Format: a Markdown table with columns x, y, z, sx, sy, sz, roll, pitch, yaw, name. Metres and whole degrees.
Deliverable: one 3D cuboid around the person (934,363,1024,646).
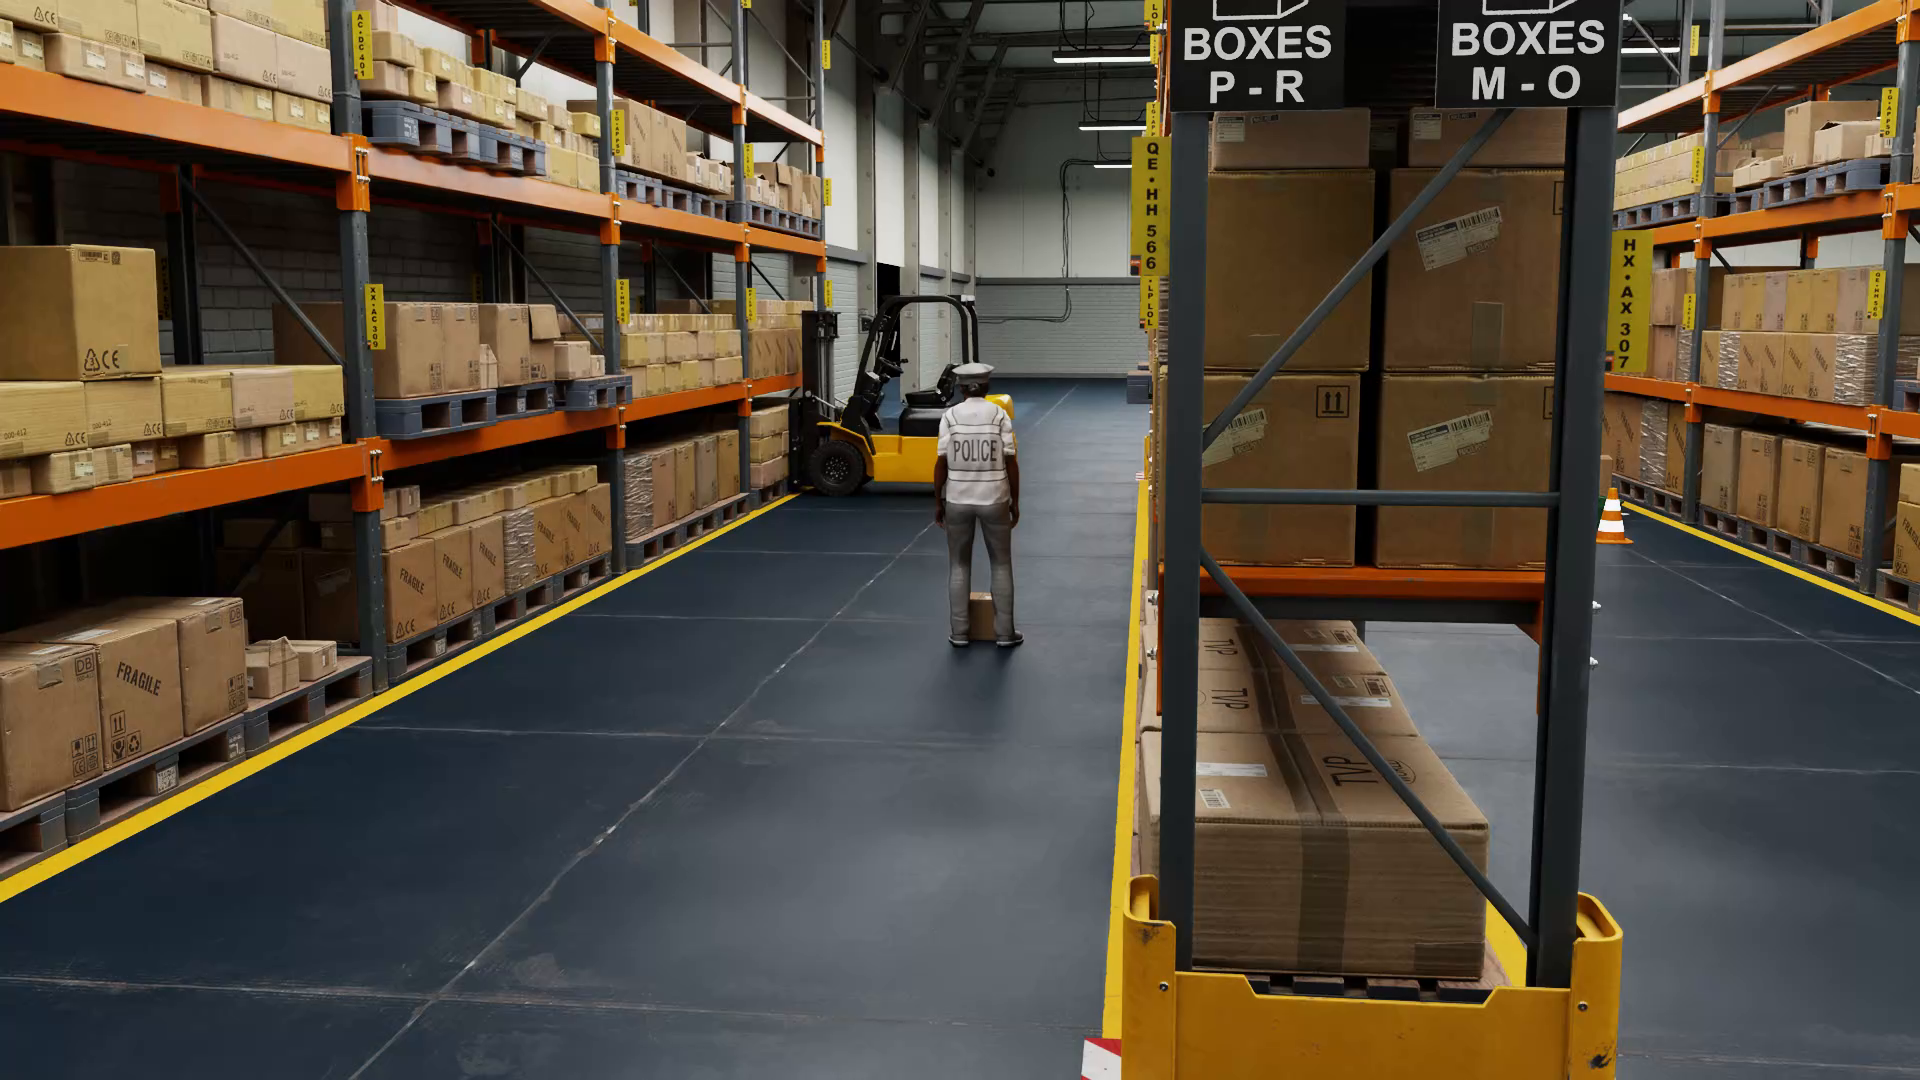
| x | y | z | sx | sy | sz | roll | pitch | yaw | name |
| --- | --- | --- | --- | --- | --- | --- | --- | --- | --- |
| 0.112 | -0.204 | 9.795 | 0.529 | 1.663 | 0.392 | 1 | 8 | 4 | person |
